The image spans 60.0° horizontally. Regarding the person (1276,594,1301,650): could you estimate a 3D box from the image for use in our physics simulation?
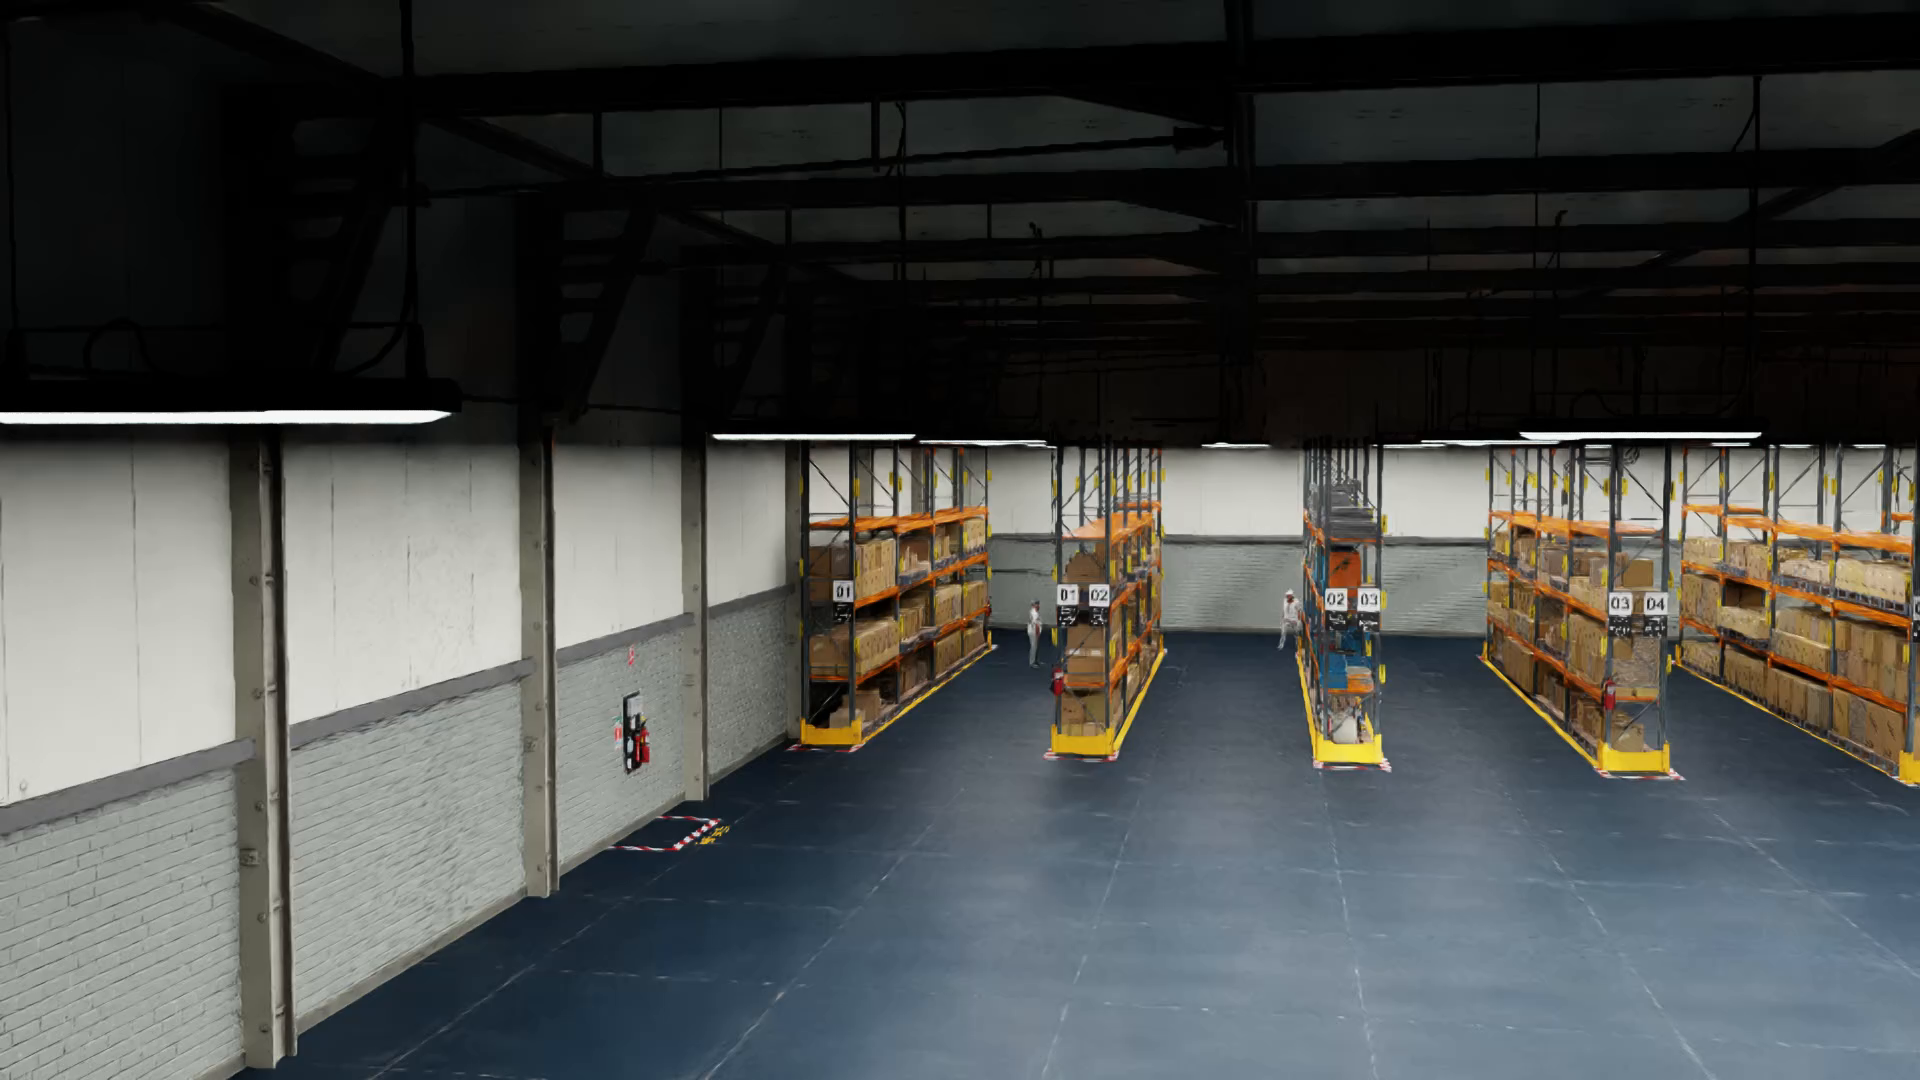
[{"bbox_3d":[9.474,2.295,47.705,0.606,1.703,0.961,2,4,34],"label":"person"}]

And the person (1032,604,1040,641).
[{"bbox_3d":[1.985,2.125,43.851,0.255,1.043,0.609,-1,3,-11],"label":"person"}]
